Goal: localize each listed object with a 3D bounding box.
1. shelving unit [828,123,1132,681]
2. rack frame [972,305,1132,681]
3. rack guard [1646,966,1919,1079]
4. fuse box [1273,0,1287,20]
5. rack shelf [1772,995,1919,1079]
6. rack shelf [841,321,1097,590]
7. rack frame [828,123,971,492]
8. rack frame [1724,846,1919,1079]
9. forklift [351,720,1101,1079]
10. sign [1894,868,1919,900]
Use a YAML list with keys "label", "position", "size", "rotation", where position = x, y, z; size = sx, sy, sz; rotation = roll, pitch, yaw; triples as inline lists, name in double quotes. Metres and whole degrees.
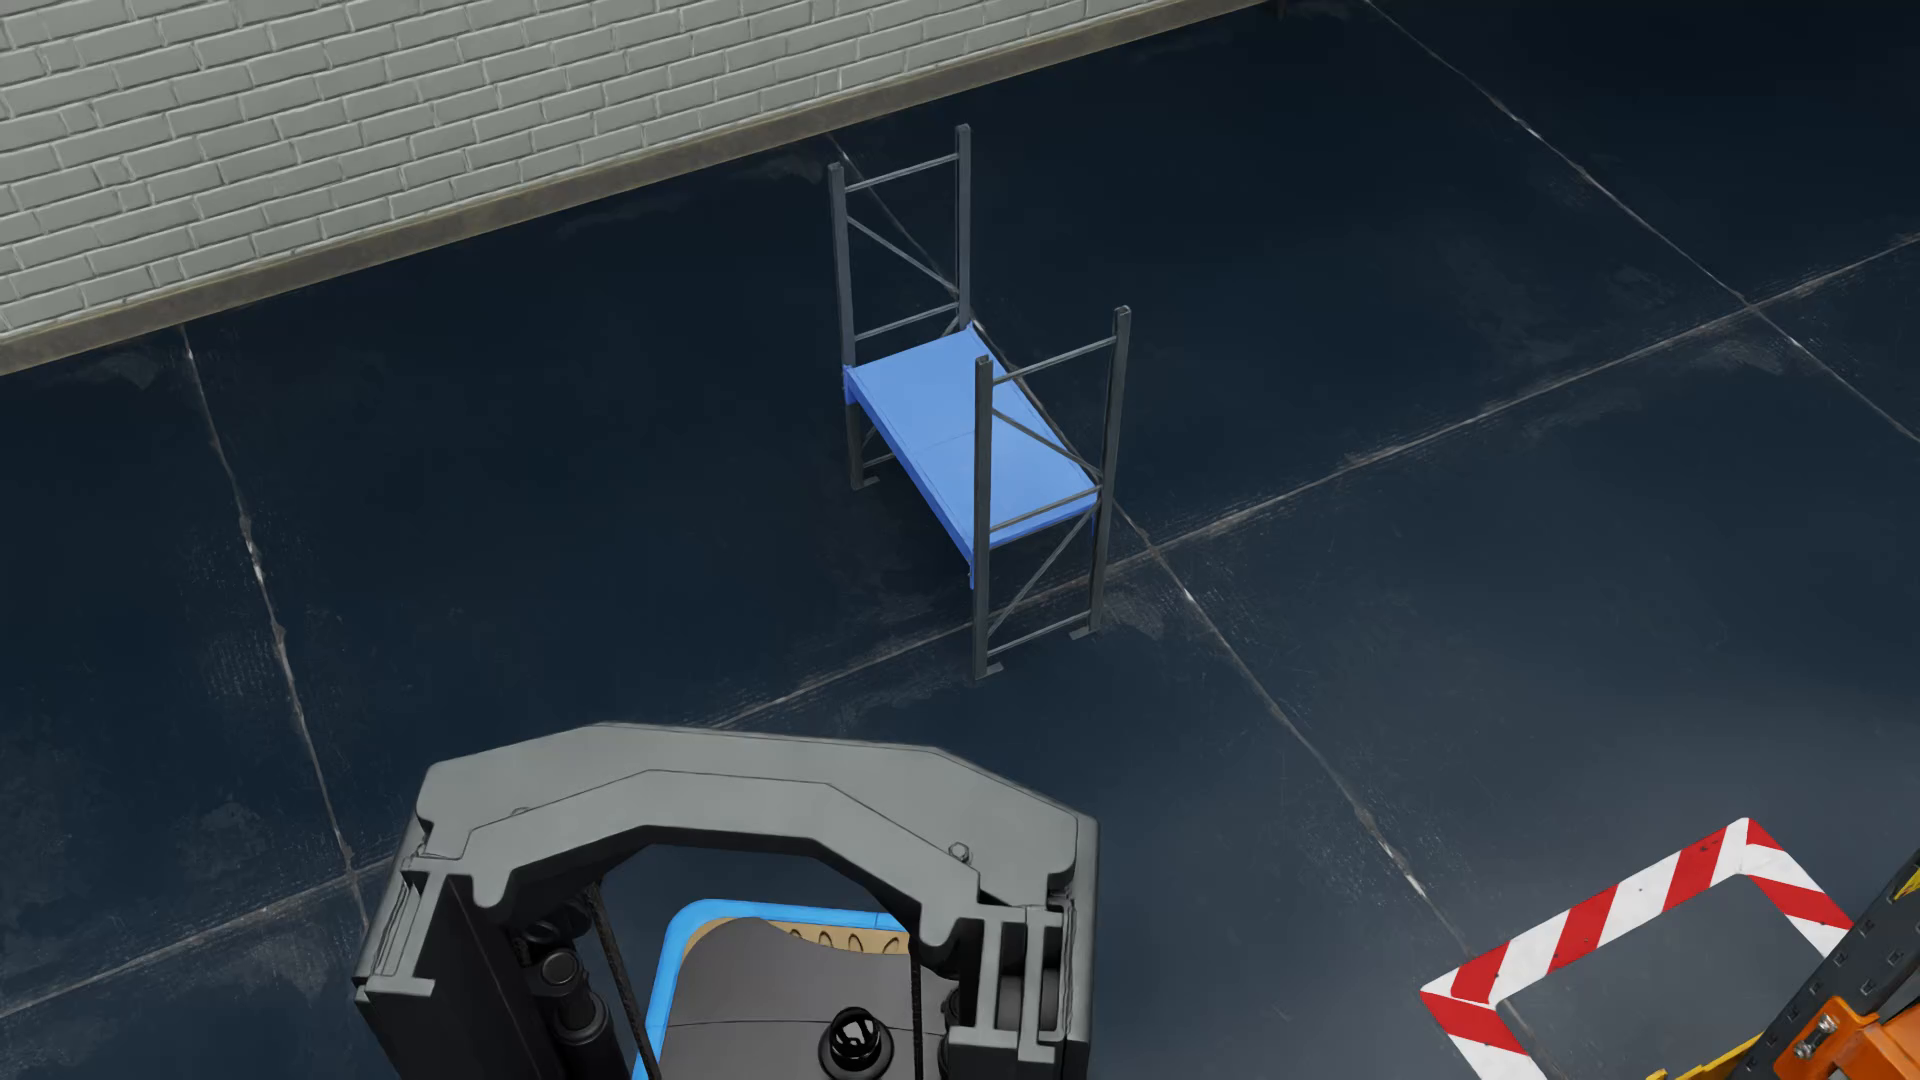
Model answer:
- label: "shelving unit"
  position: [0.039, -0.437, 5.636]
  size: [0.538, 1.500, 1.048]
  rotation: [-21, 52, -18]
- label: "rack frame"
  position: [0.272, -0.096, 5.338]
  size: [0.500, 1.500, 0.032]
  rotation: [-21, 52, -18]
- label: "rack guard"
  position: [2.346, 1.507, 4.600]
  size: [1.175, 0.500, 0.348]
  rotation: [-21, 52, -18]
- label: "fuse box"
  position: [1.690, -3.268, 7.971]
  size: [0.539, 1.711, 0.414]
  rotation: [-21, 52, -18]
- label: "rack shelf"
  position: [3.272, 2.275, 2.745]
  size: [1.077, 0.370, 4.000]
  rotation: [-21, 52, -18]
- label: "rack shelf"
  position: [0.039, -0.318, 5.771]
  size: [0.538, 0.185, 1.000]
  rotation: [-21, 52, -18]
- label: "rack frame"
  position: [-0.194, -0.777, 5.933]
  size: [0.500, 1.500, 0.032]
  rotation: [-21, 52, -18]
- label: "rack frame"
  position: [2.356, 0.700, 3.645]
  size: [1.000, 3.000, 0.127]
  rotation: [-21, 52, -18]
- label: "forklift"
  position: [-0.340, 1.756, 2.767]
  size: [1.130, 2.935, 3.031]
  rotation: [4, 49, 4]
- label: "sign"
  position: [1.860, 0.576, 3.126]
  size: [0.100, 0.325, 0.005]
  rotation: [-21, 52, -18]
